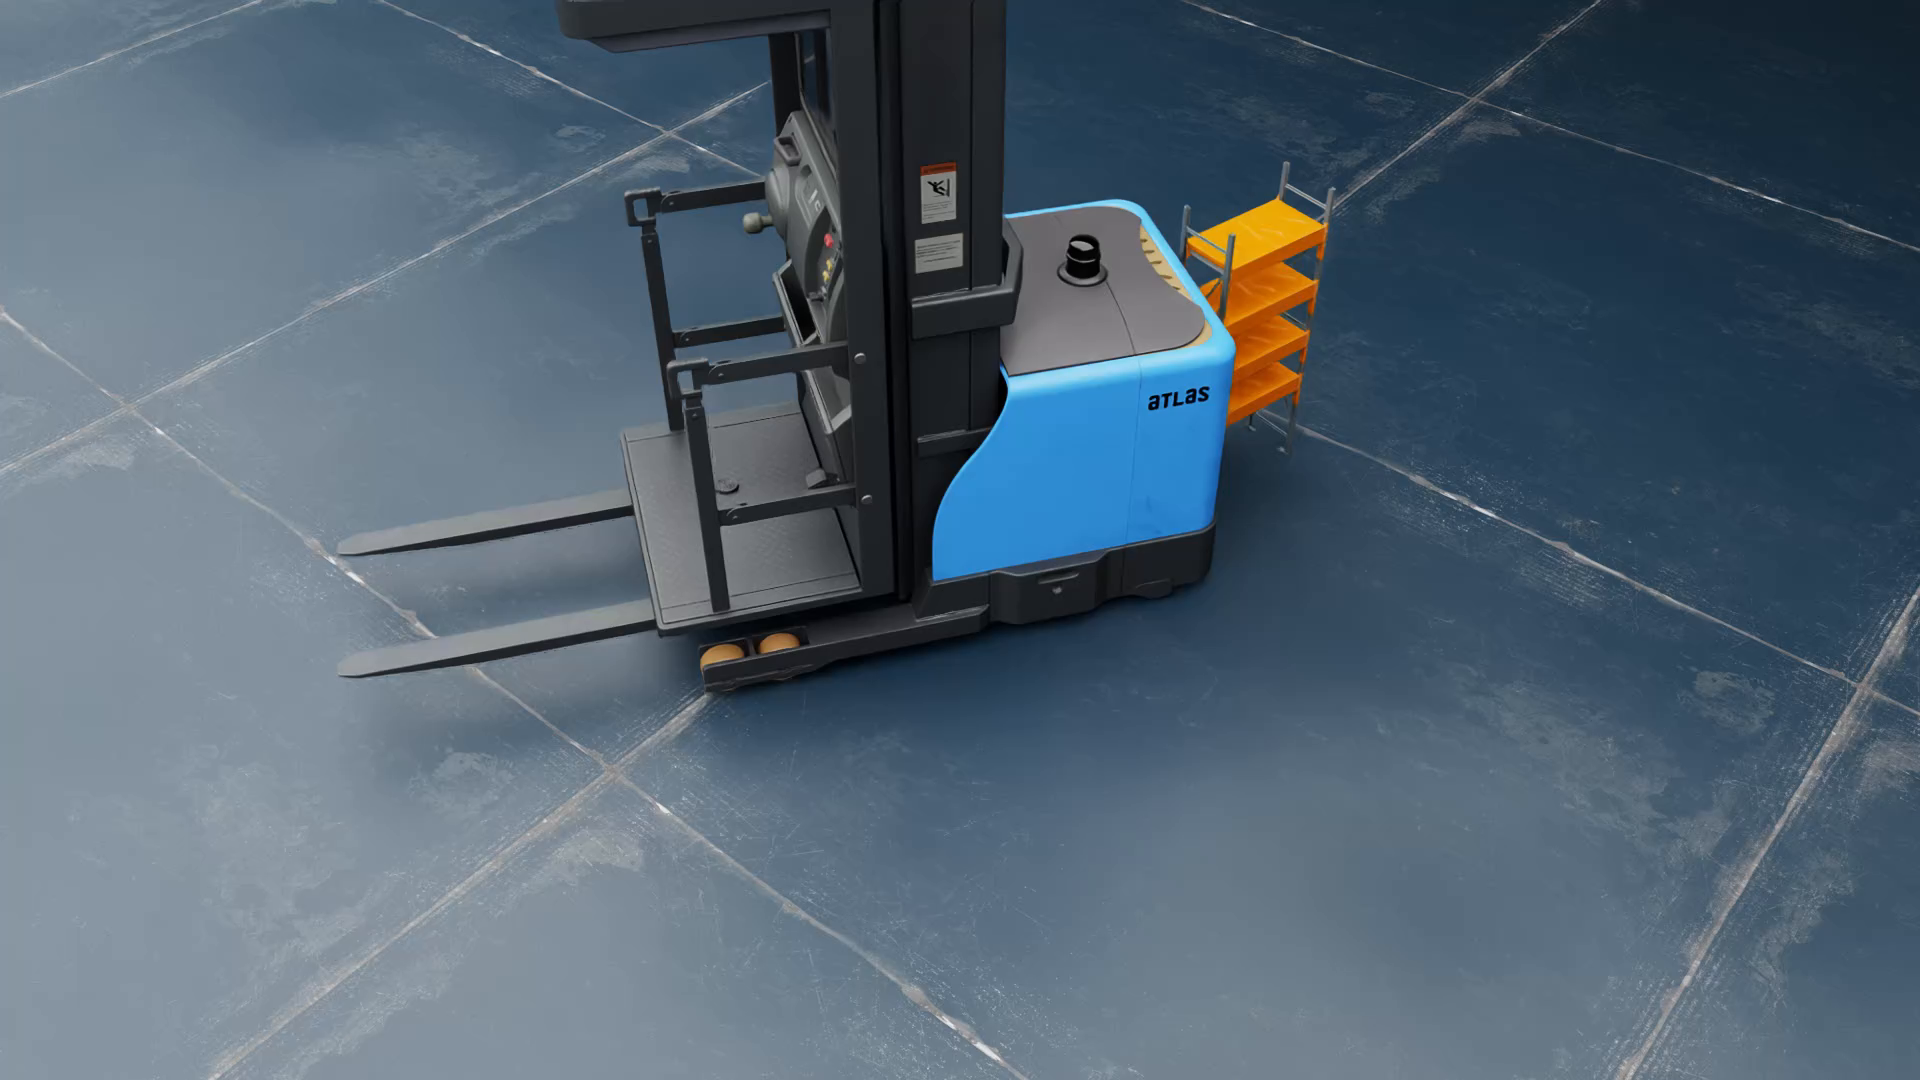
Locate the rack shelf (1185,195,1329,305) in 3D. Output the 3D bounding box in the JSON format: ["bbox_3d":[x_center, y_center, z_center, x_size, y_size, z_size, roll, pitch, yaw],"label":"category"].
[{"bbox_3d":[1.043,-1.036,5.913,0.480,0.148,0.258,-27,49,-27],"label":"rack shelf"}]

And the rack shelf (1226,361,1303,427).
[{"bbox_3d":[1.043,-0.549,6.357,0.480,0.148,0.258,-27,49,-27],"label":"rack shelf"}]

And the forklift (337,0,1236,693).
[{"bbox_3d":[-0.663,-0.964,5.132,3.031,2.935,1.130,-11,43,-11],"label":"forklift"}]

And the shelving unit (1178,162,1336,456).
[{"bbox_3d":[1.043,-0.745,6.178,0.503,1.200,0.258,-27,49,-27],"label":"shelving unit"}]

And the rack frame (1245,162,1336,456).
[{"bbox_3d":[1.237,-0.845,6.288,0.015,1.200,0.240,-27,49,-27],"label":"rack frame"}]

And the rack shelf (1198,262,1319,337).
[{"bbox_3d":[1.043,-0.861,6.073,0.480,0.148,0.258,-27,49,-27],"label":"rack shelf"}]

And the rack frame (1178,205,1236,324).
[{"bbox_3d":[0.850,-0.645,6.068,0.015,1.200,0.240,-27,49,-27],"label":"rack frame"}]

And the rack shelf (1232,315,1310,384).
[{"bbox_3d":[1.043,-0.695,6.223,0.480,0.148,0.258,-27,49,-27],"label":"rack shelf"}]
